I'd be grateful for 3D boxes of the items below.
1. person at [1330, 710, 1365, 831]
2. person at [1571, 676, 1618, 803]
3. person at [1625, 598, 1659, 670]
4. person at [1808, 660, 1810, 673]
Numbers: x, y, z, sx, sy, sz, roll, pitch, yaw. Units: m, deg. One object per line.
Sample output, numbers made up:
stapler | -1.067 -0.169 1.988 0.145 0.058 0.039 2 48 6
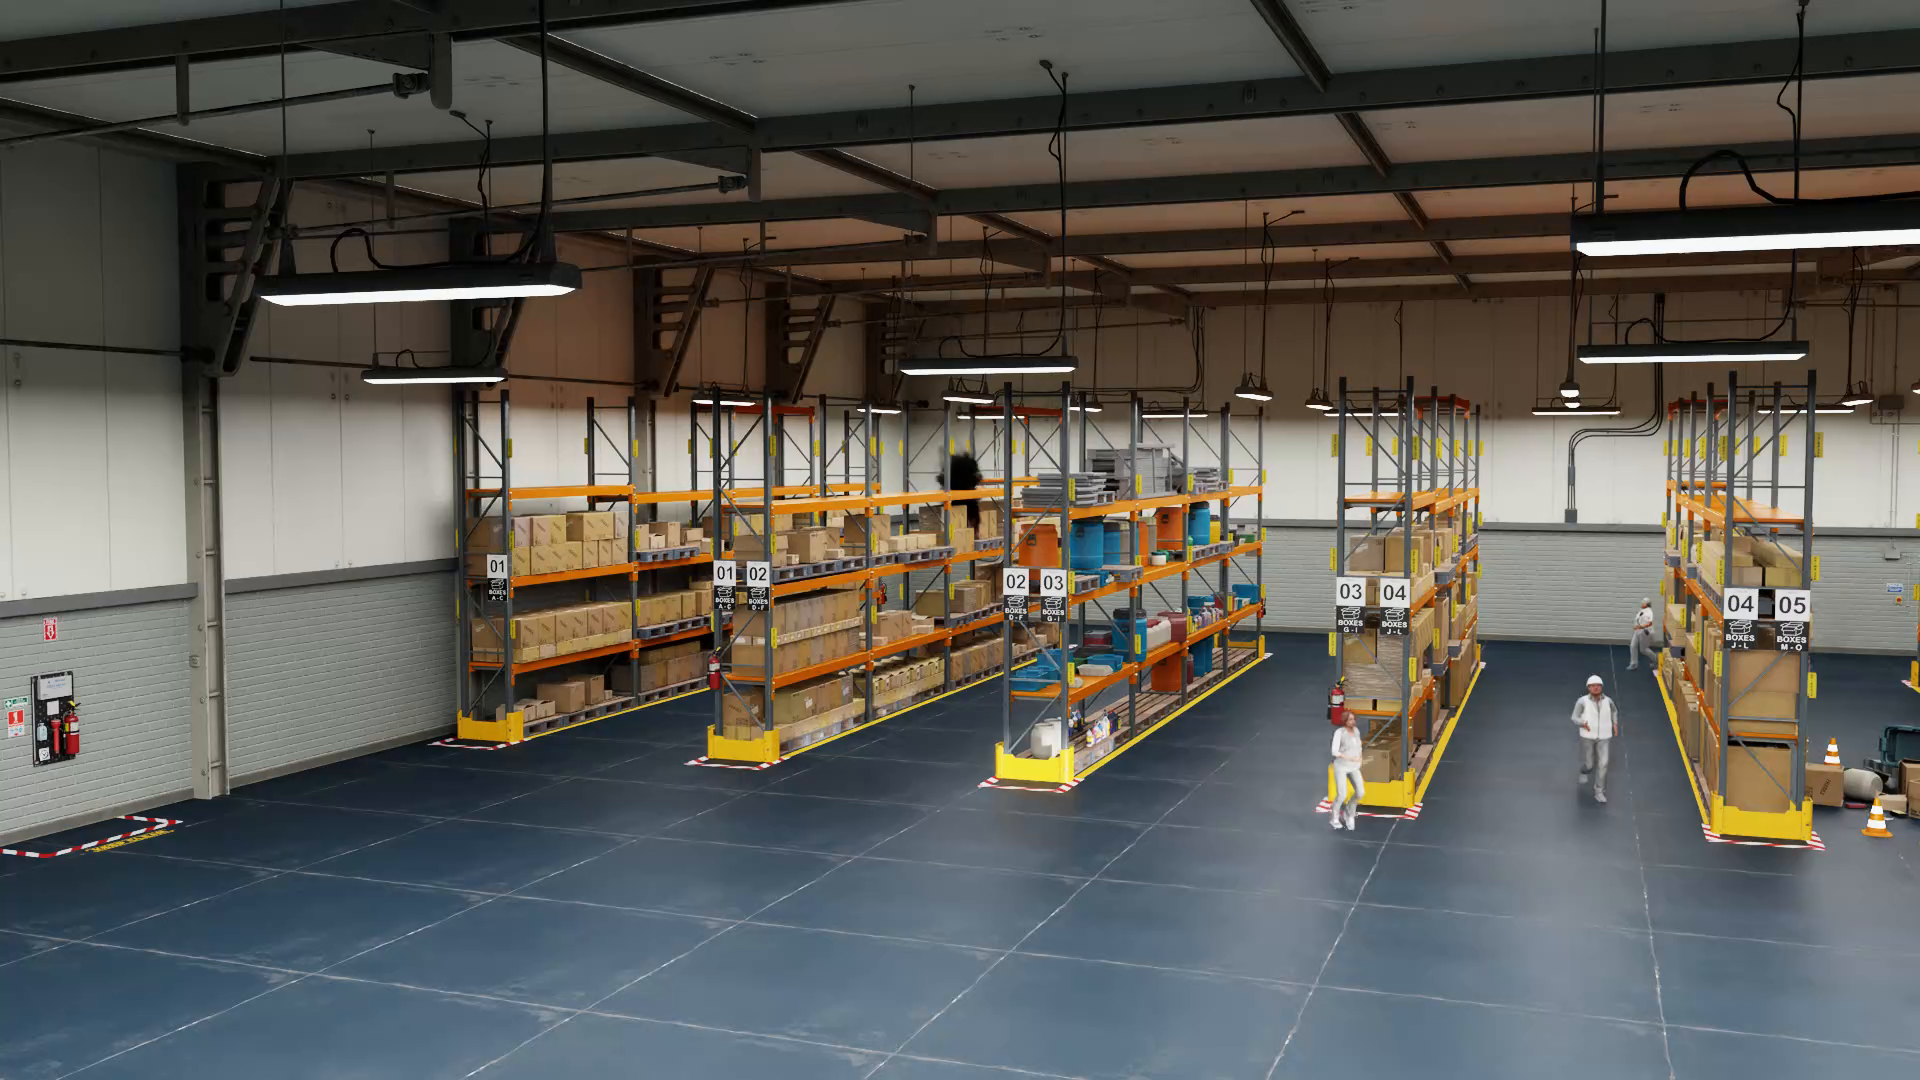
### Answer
person | 5.090 3.015 21.723 0.564 1.590 0.640 -1 3 -22
person | 9.111 2.818 23.817 0.676 1.751 0.945 0 3 9
person | 15.480 2.128 37.520 0.776 1.664 0.627 0 3 -1
person | 18.525 2.161 36.728 0.538 1.637 0.565 1 3 17
